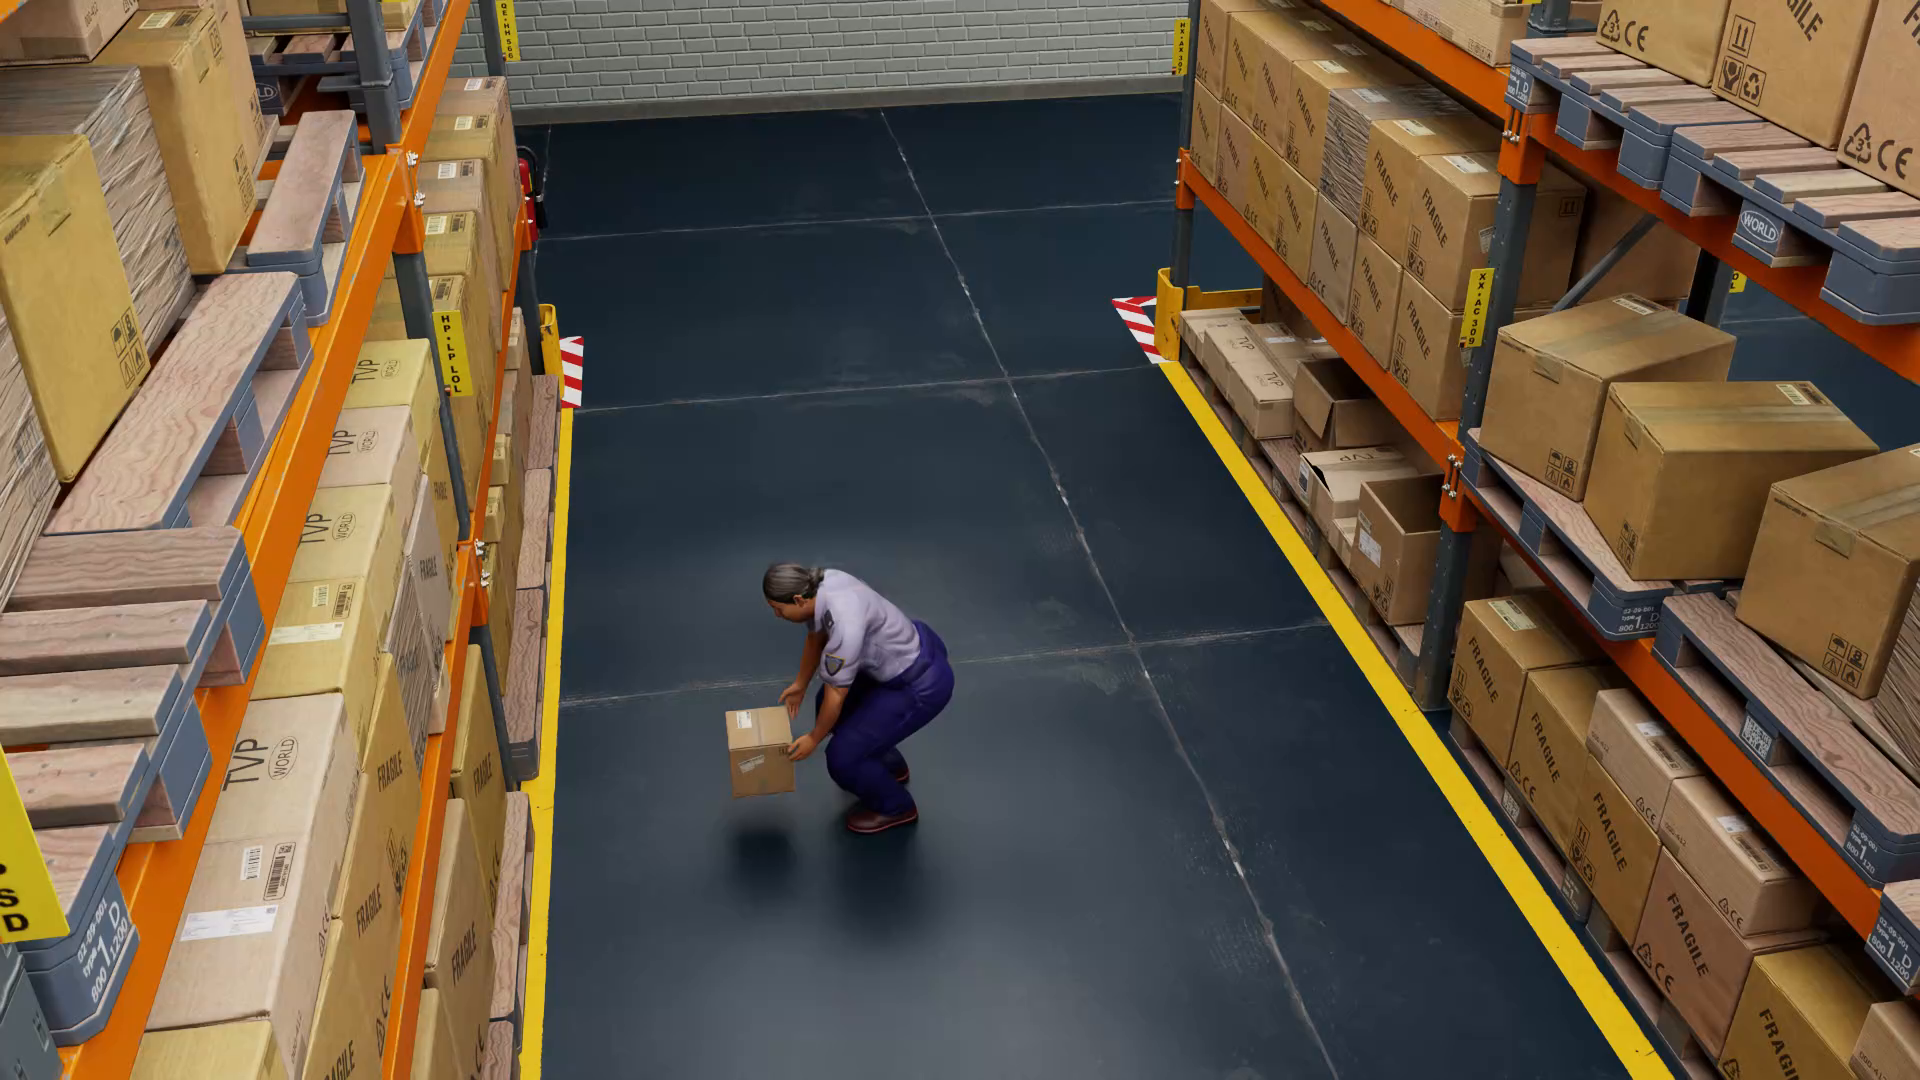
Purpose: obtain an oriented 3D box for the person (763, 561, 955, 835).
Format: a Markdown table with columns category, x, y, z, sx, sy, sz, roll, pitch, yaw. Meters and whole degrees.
| category | x | y | z | sx | sy | sz | roll | pitch | yaw |
| --- | --- | --- | --- | --- | --- | --- | --- | --- | --- |
| person | -0.387 | 0.593 | 6.583 | 0.727 | 1.217 | 0.540 | -5 | 31 | -9 |
